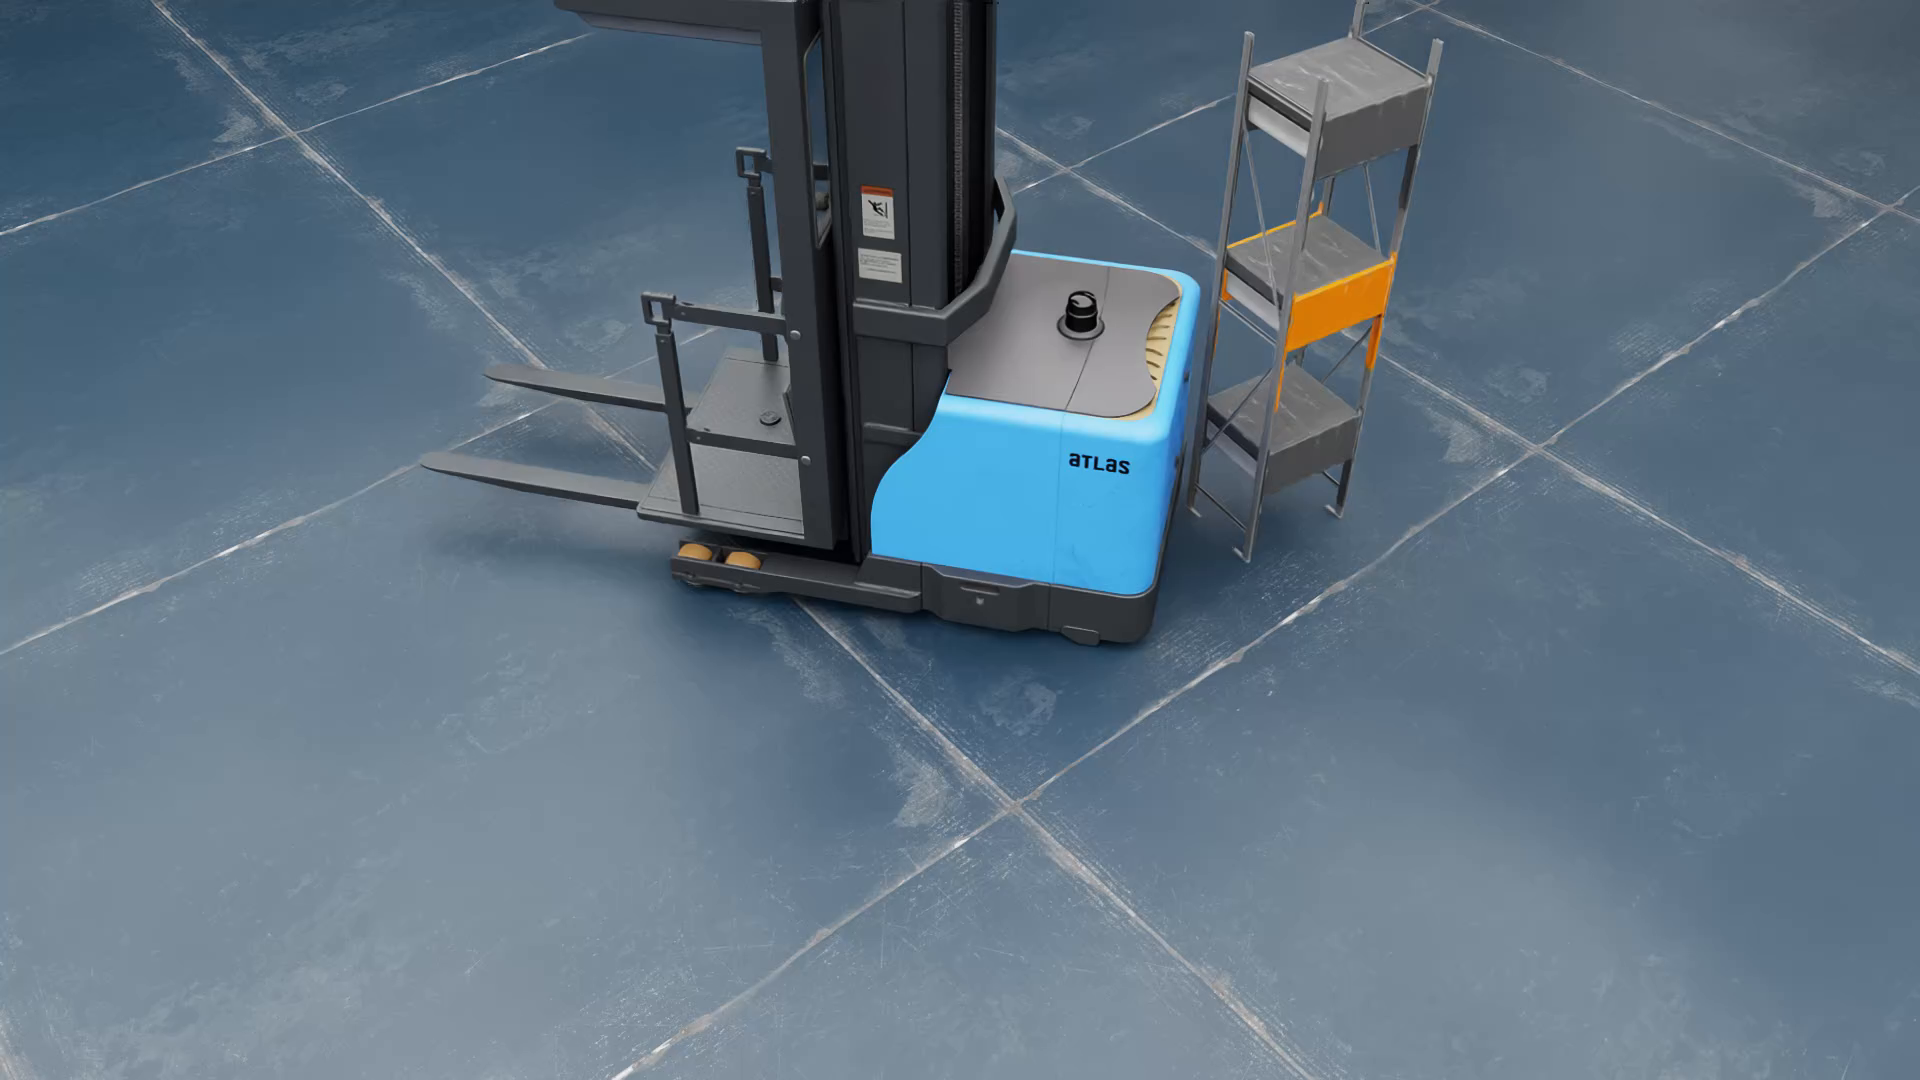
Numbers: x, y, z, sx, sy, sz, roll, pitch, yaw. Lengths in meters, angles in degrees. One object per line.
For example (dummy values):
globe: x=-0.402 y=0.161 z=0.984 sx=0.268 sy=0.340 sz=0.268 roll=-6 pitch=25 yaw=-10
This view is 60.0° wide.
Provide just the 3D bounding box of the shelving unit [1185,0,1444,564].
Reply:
shelving unit: x=1.254 y=-0.877 z=6.150 sx=0.503 sy=2.100 sz=0.431 roll=-23 pitch=48 yaw=-23

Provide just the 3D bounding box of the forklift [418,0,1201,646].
forklift: x=-0.654 y=-1.203 z=5.889 sx=3.031 sy=2.935 sz=1.130 roll=9 pitch=44 yaw=10

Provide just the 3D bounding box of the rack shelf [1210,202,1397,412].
rack shelf: x=1.254 y=-0.867 z=6.159 sx=0.480 sy=0.518 sz=0.431 roll=-23 pitch=48 yaw=-23

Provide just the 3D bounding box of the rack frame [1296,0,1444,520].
rack frame: x=1.460 y=-0.966 z=6.245 sx=0.015 sy=2.100 sz=0.400 roll=-23 pitch=48 yaw=-23

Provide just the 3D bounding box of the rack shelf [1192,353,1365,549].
rack shelf: x=1.254 y=-0.357 z=6.639 sx=0.480 sy=0.518 sz=0.431 roll=-23 pitch=48 yaw=-23

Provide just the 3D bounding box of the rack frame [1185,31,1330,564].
rack frame: x=1.047 y=-0.788 z=6.055 sx=0.015 sy=2.100 sz=0.400 roll=-23 pitch=48 yaw=-23

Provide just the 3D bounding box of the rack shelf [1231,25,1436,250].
rack shelf: x=1.254 y=-1.377 z=5.680 sx=0.480 sy=0.518 sz=0.431 roll=-23 pitch=48 yaw=-23
